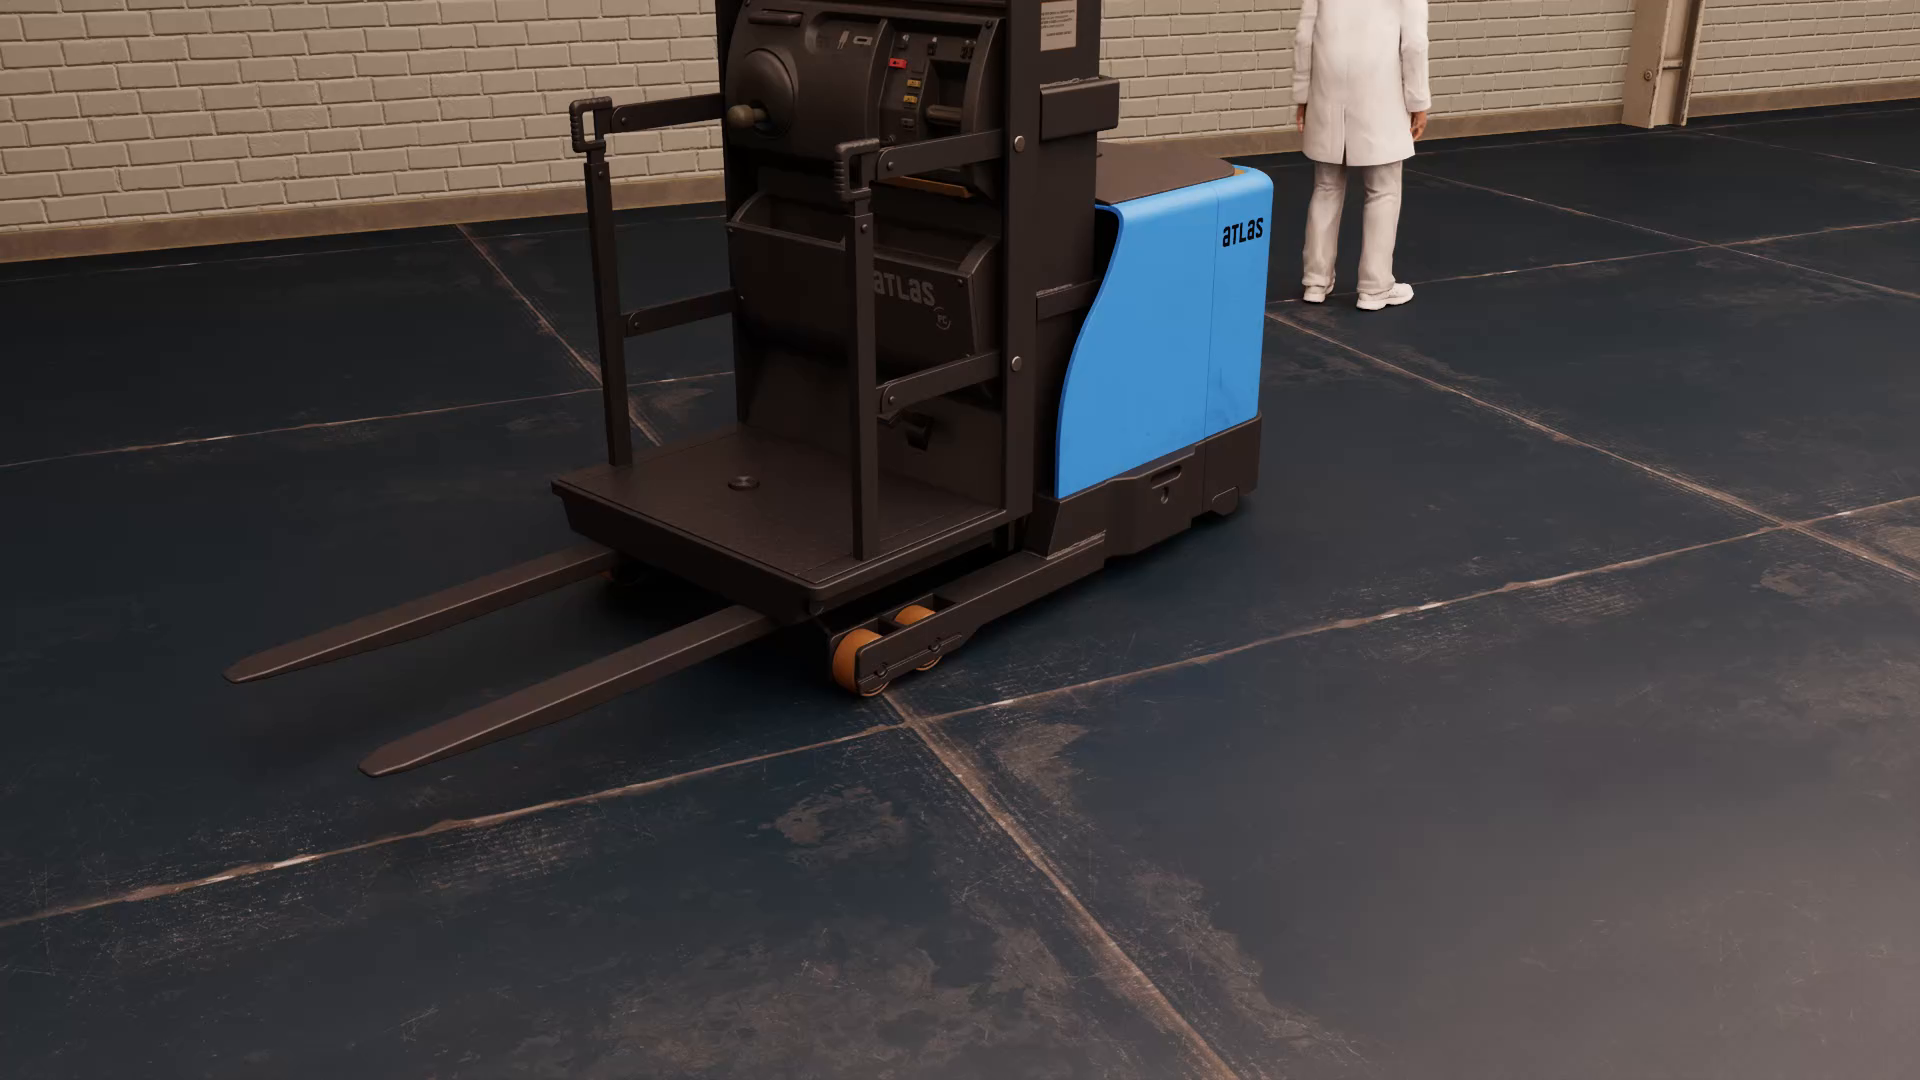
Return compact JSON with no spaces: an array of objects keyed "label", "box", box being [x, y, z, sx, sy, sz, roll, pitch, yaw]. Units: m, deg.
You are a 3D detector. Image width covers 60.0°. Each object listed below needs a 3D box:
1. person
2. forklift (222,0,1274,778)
[{"label":"person","box":[1.798,-1.951,7.491,0.646,1.774,0.420,14,26,30]},{"label":"forklift","box":[-0.413,-1.182,4.131,1.130,2.935,3.031,19,29,39]}]
